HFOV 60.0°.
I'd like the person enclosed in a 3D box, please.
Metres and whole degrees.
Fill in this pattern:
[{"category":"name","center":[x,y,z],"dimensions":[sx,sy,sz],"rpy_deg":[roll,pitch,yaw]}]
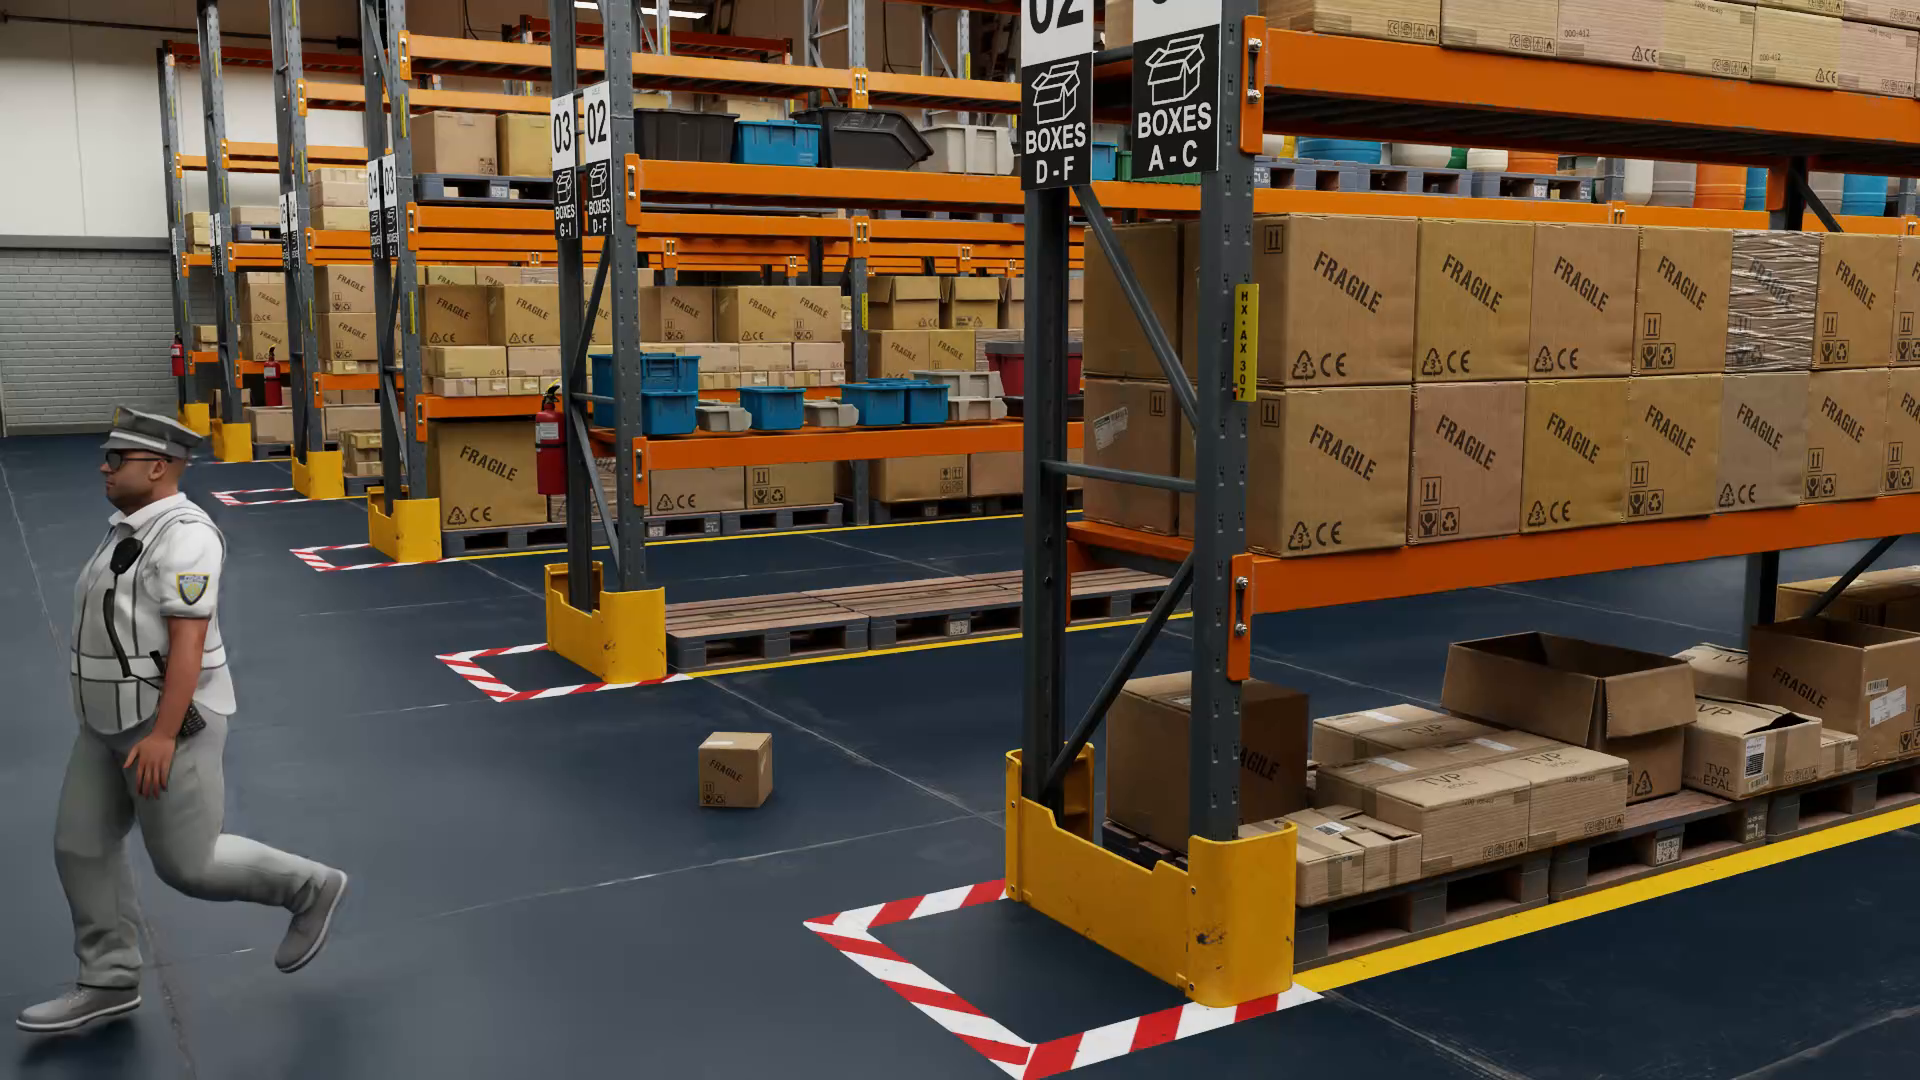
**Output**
[{"category":"person","center":[-2.253,0.481,4.751],"dimensions":[0.531,1.737,0.882],"rpy_deg":[7,10,39]}]
